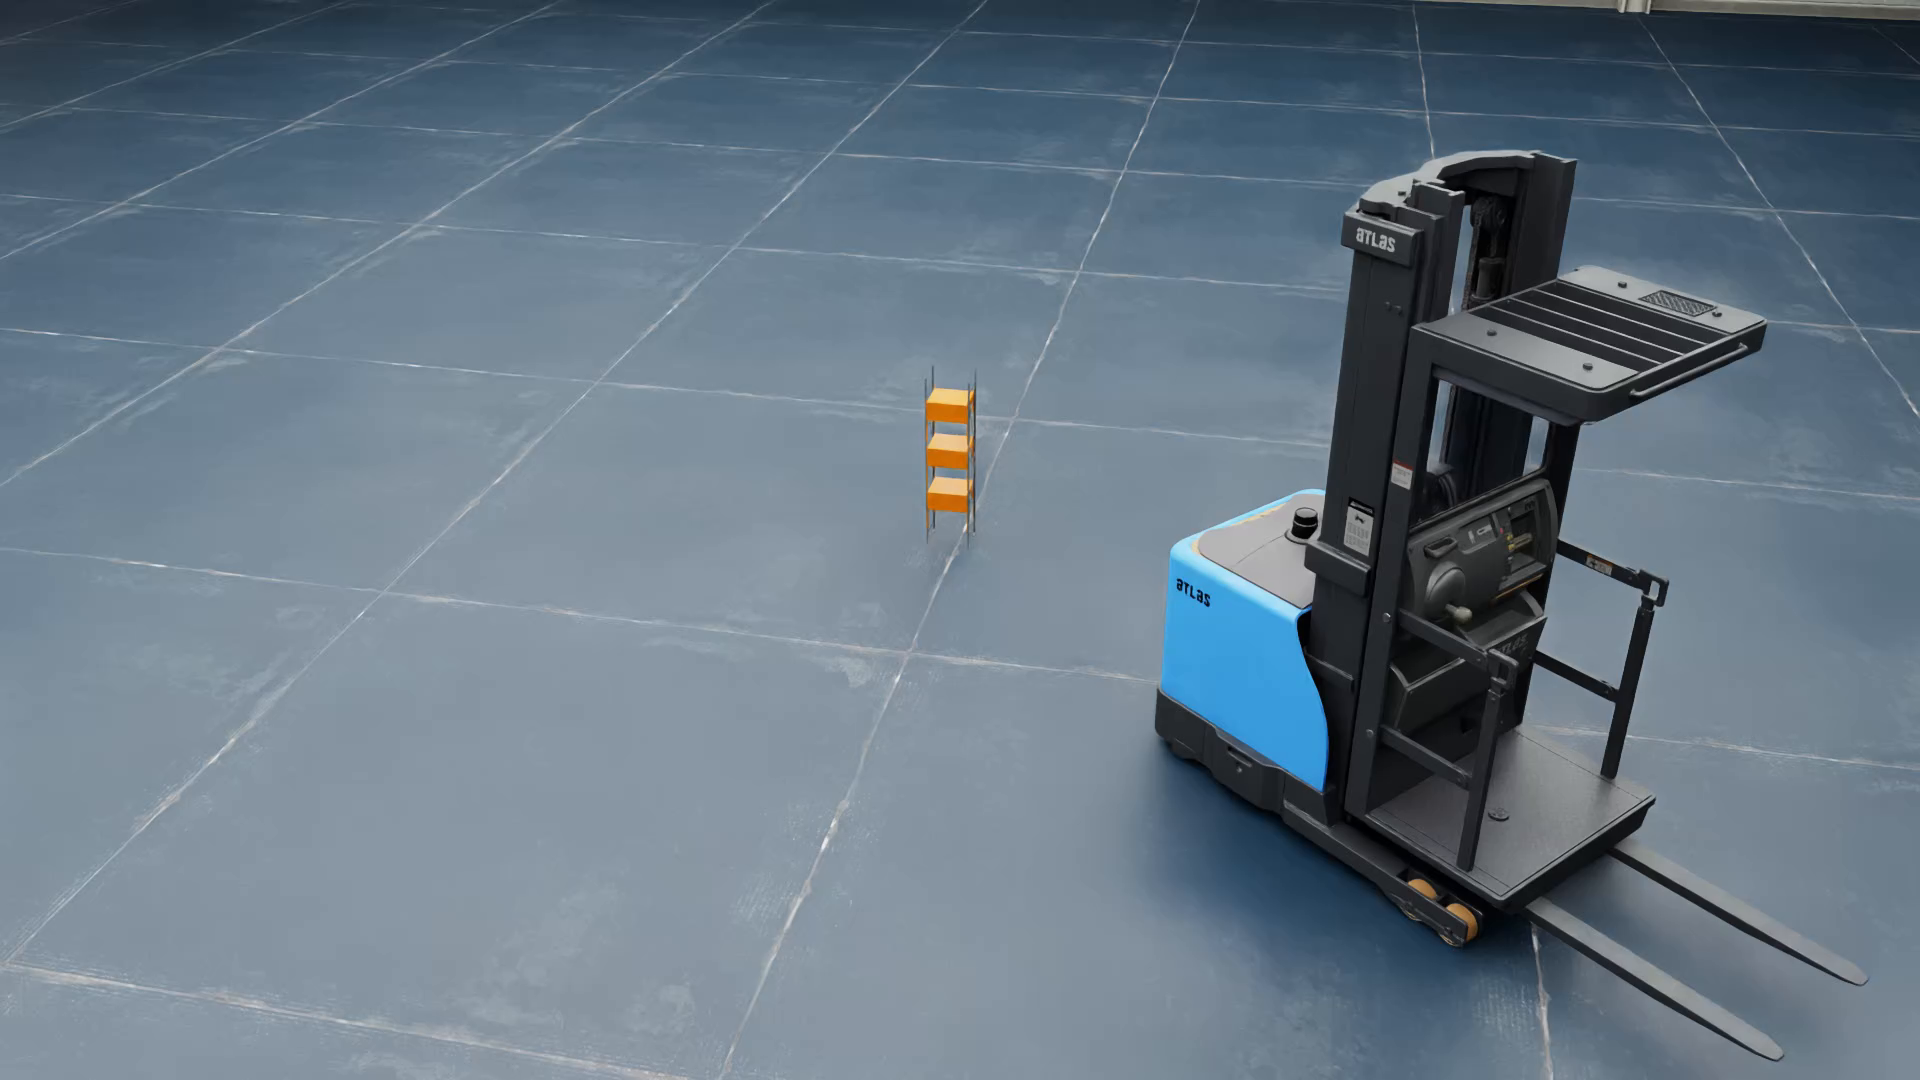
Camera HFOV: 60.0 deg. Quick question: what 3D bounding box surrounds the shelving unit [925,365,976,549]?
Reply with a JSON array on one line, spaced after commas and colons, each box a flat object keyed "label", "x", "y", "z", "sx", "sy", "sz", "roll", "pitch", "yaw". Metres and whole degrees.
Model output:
[{"label": "shelving unit", "x": -0.052, "y": -0.466, "z": 9.508, "sx": 0.252, "sy": 1.050, "sz": 0.215, "roll": 6, "pitch": 29, "yaw": 11}]

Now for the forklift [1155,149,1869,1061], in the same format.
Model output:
[{"label": "forklift", "x": 2.233, "y": 0.089, "z": 6.535, "sx": 1.130, "sy": 2.935, "sz": 3.031, "roll": -21, "pitch": 35, "yaw": -33}]

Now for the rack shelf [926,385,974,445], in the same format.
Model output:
[{"label": "rack shelf", "x": -0.052, "y": -0.705, "z": 9.377, "sx": 0.240, "sy": 0.259, "sz": 0.215, "roll": 6, "pitch": 29, "yaw": 11}]

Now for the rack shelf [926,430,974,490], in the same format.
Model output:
[{"label": "rack shelf", "x": -0.052, "y": -0.457, "z": 9.513, "sx": 0.240, "sy": 0.259, "sz": 0.215, "roll": 6, "pitch": 29, "yaw": 11}]

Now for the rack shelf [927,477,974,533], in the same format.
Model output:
[{"label": "rack shelf", "x": -0.052, "y": -0.213, "z": 9.646, "sx": 0.240, "sy": 0.259, "sz": 0.215, "roll": 6, "pitch": 29, "yaw": 11}]

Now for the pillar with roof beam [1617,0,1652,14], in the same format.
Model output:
[{"label": "pillar with roof beam", "x": 8.529, "y": -9.336, "z": 17.433, "sx": 0.400, "sy": 9.000, "sz": 9.100, "roll": 6, "pitch": 29, "yaw": 11}]

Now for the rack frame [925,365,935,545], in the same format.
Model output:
[{"label": "rack frame", "x": -0.172, "y": -0.478, "z": 9.530, "sx": 0.008, "sy": 1.050, "sz": 0.200, "roll": 6, "pitch": 29, "yaw": 11}]

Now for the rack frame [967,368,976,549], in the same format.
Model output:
[{"label": "rack frame", "x": 0.067, "y": -0.454, "z": 9.485, "sx": 0.008, "sy": 1.050, "sz": 0.200, "roll": 6, "pitch": 29, "yaw": 11}]
